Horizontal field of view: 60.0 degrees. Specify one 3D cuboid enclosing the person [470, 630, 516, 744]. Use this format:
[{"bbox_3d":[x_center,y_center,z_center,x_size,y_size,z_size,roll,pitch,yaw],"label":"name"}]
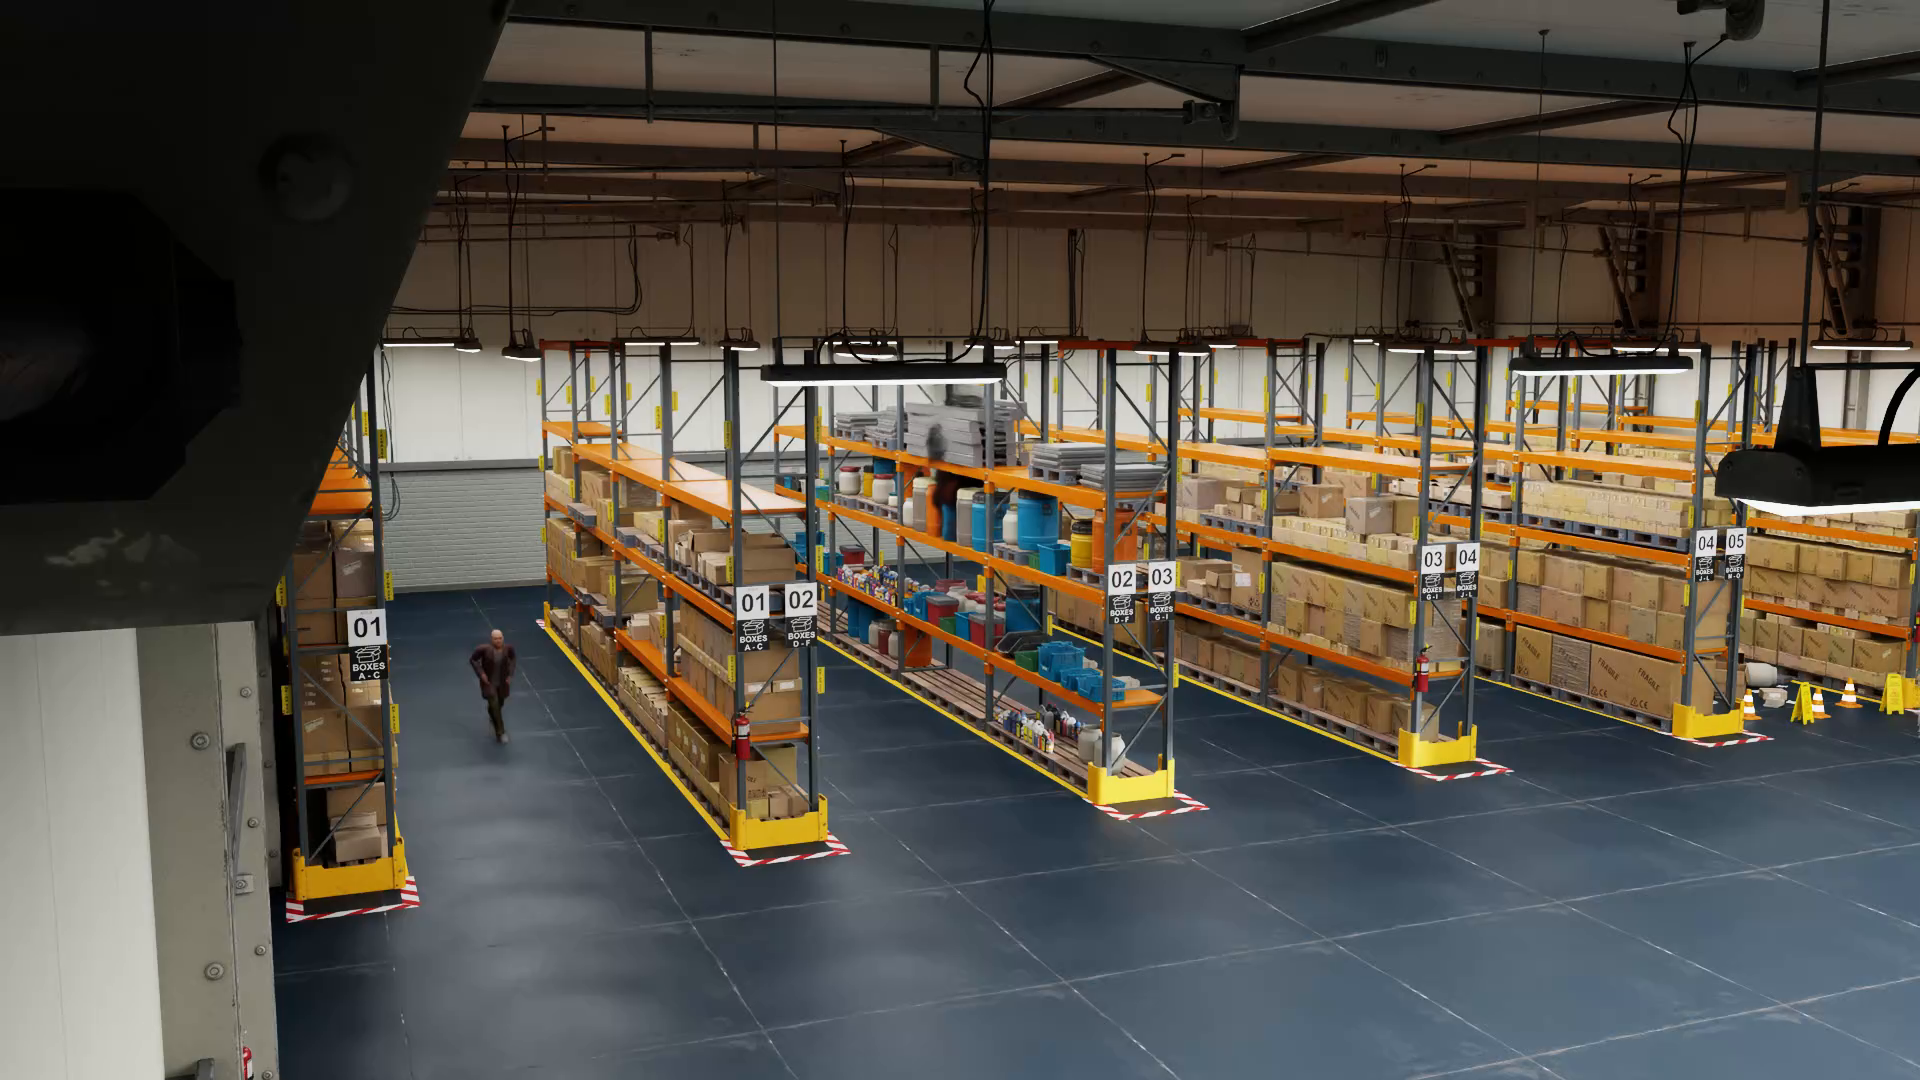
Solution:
[{"bbox_3d":[-7.160,2.182,25.467,0.683,1.734,1.025,-4,8,-26],"label":"person"}]
